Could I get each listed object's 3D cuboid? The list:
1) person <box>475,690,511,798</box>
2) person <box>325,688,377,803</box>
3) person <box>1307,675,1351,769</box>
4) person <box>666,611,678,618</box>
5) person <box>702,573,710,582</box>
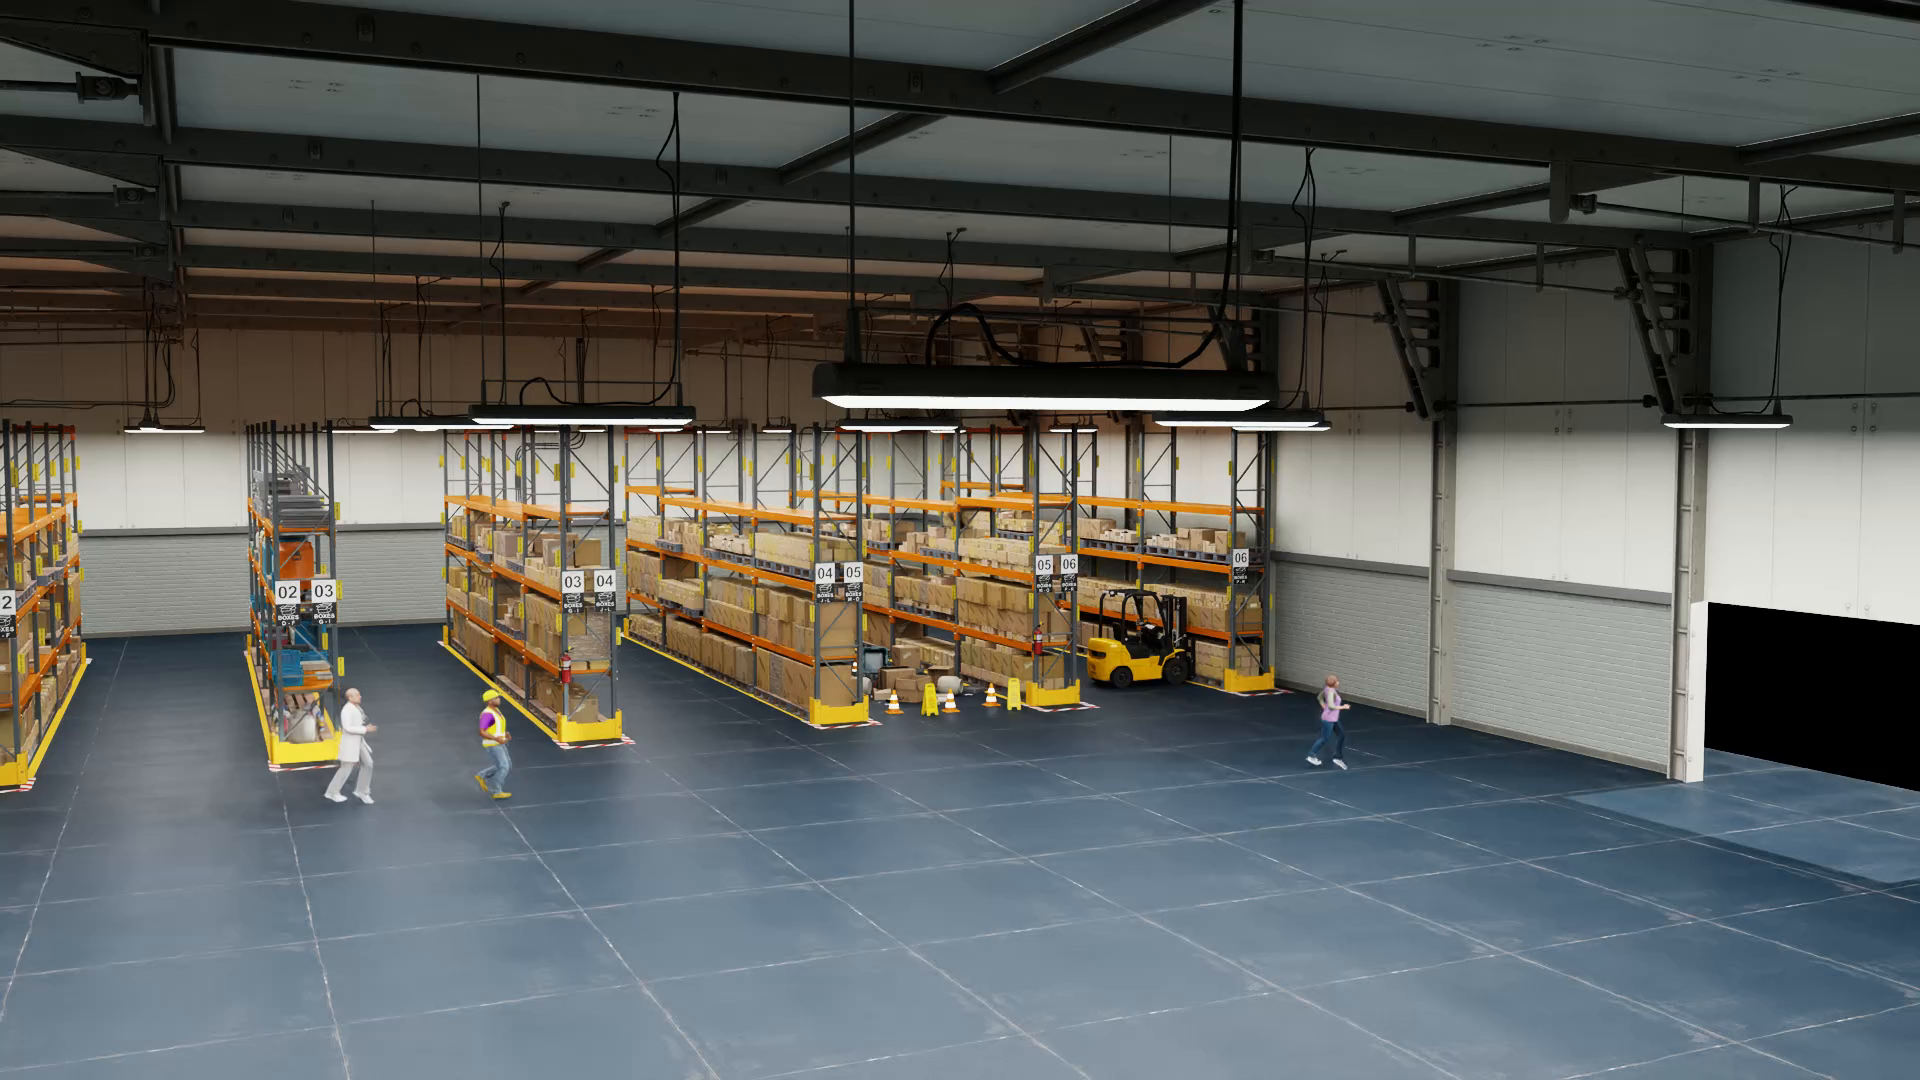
[{"bbox_3d":[-7.389,3.220,26.257,0.609,1.717,0.697,0,4,-1],"label":"person"},{"bbox_3d":[-9.464,3.234,25.884,0.836,1.869,0.735,0,4,0],"label":"person"},{"bbox_3d":[6.346,3.142,28.596,0.729,1.612,0.525,1,4,20],"label":"person"},{"bbox_3d":[-8.604,1.817,49.249,0.572,1.653,0.571,-2,4,-30],"label":"person"},{"bbox_3d":[-7.627,1.789,50.039,0.551,1.636,0.579,-1,4,-17],"label":"person"}]
